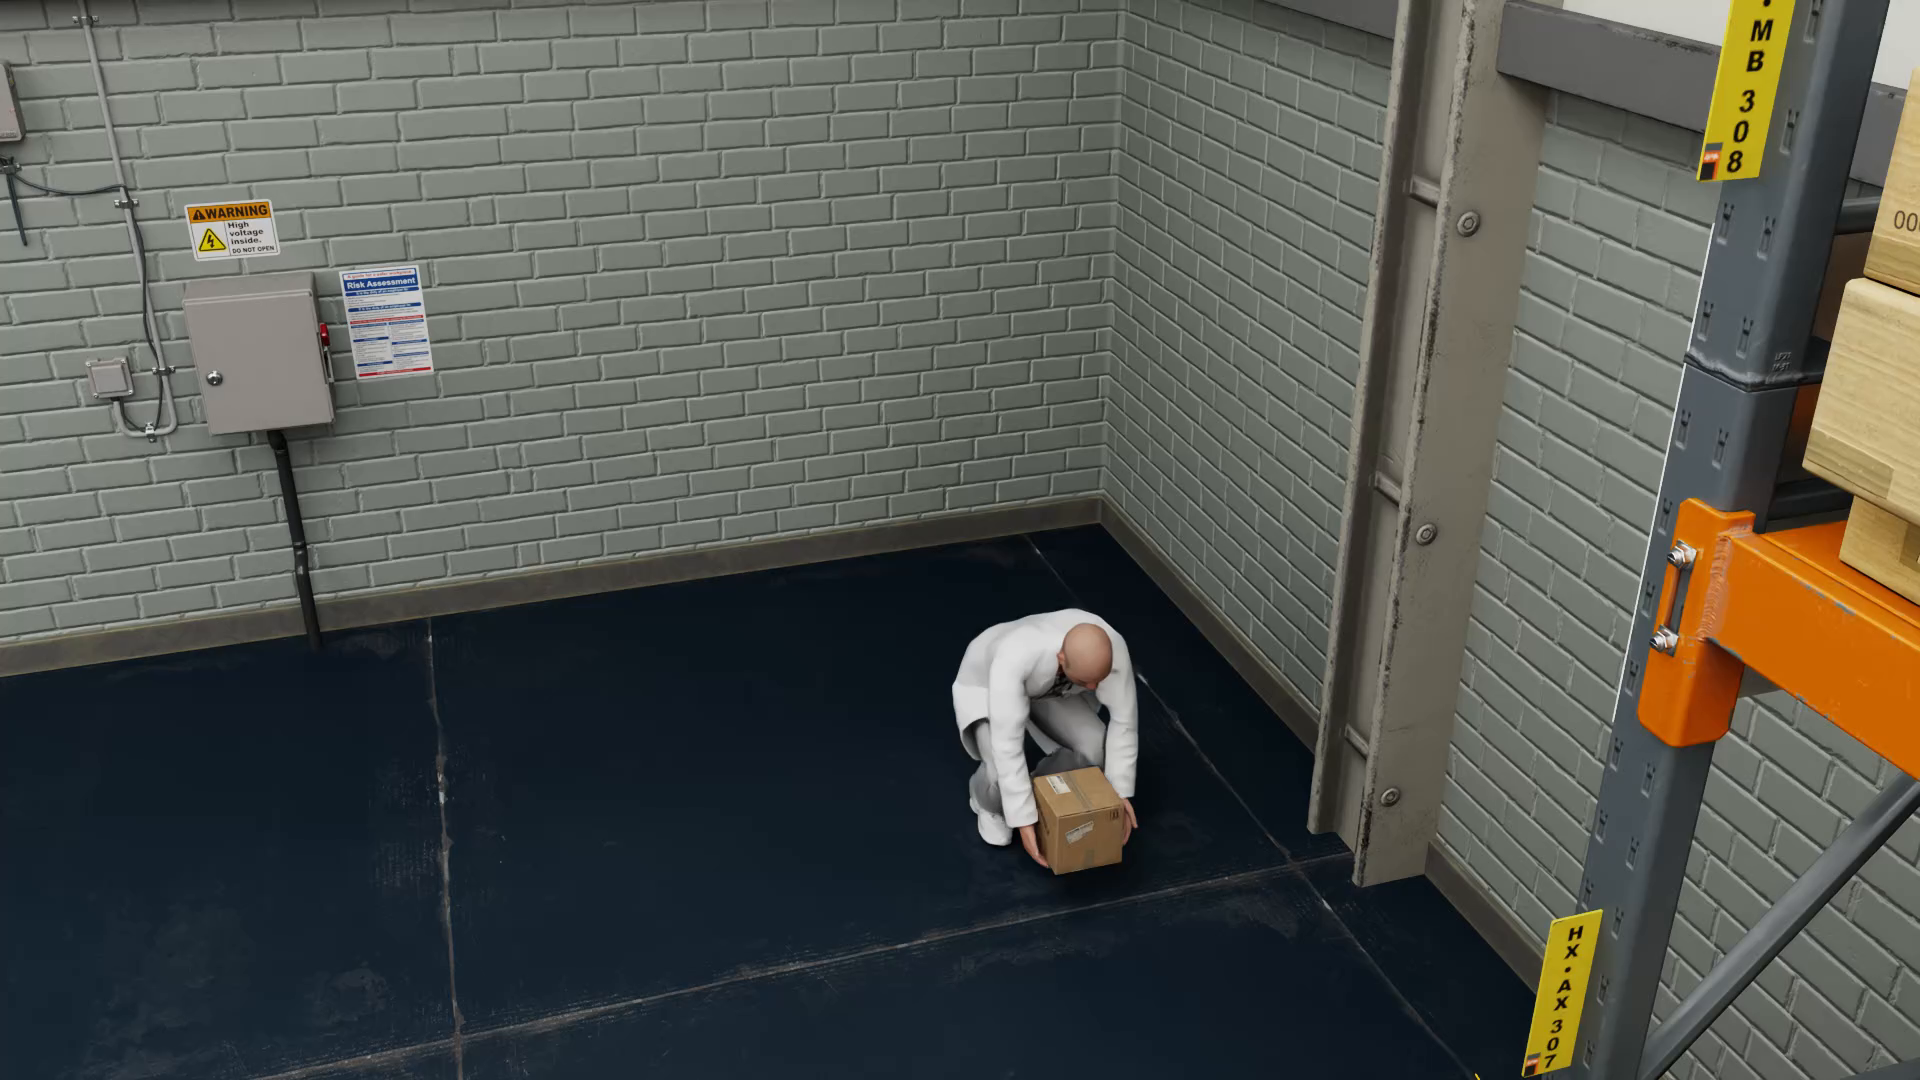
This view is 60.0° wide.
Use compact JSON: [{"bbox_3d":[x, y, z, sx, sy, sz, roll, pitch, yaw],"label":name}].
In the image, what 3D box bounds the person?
[{"bbox_3d":[0.307,0.653,6.127,0.612,1.046,0.895,-8,27,-16],"label":"person"}]
